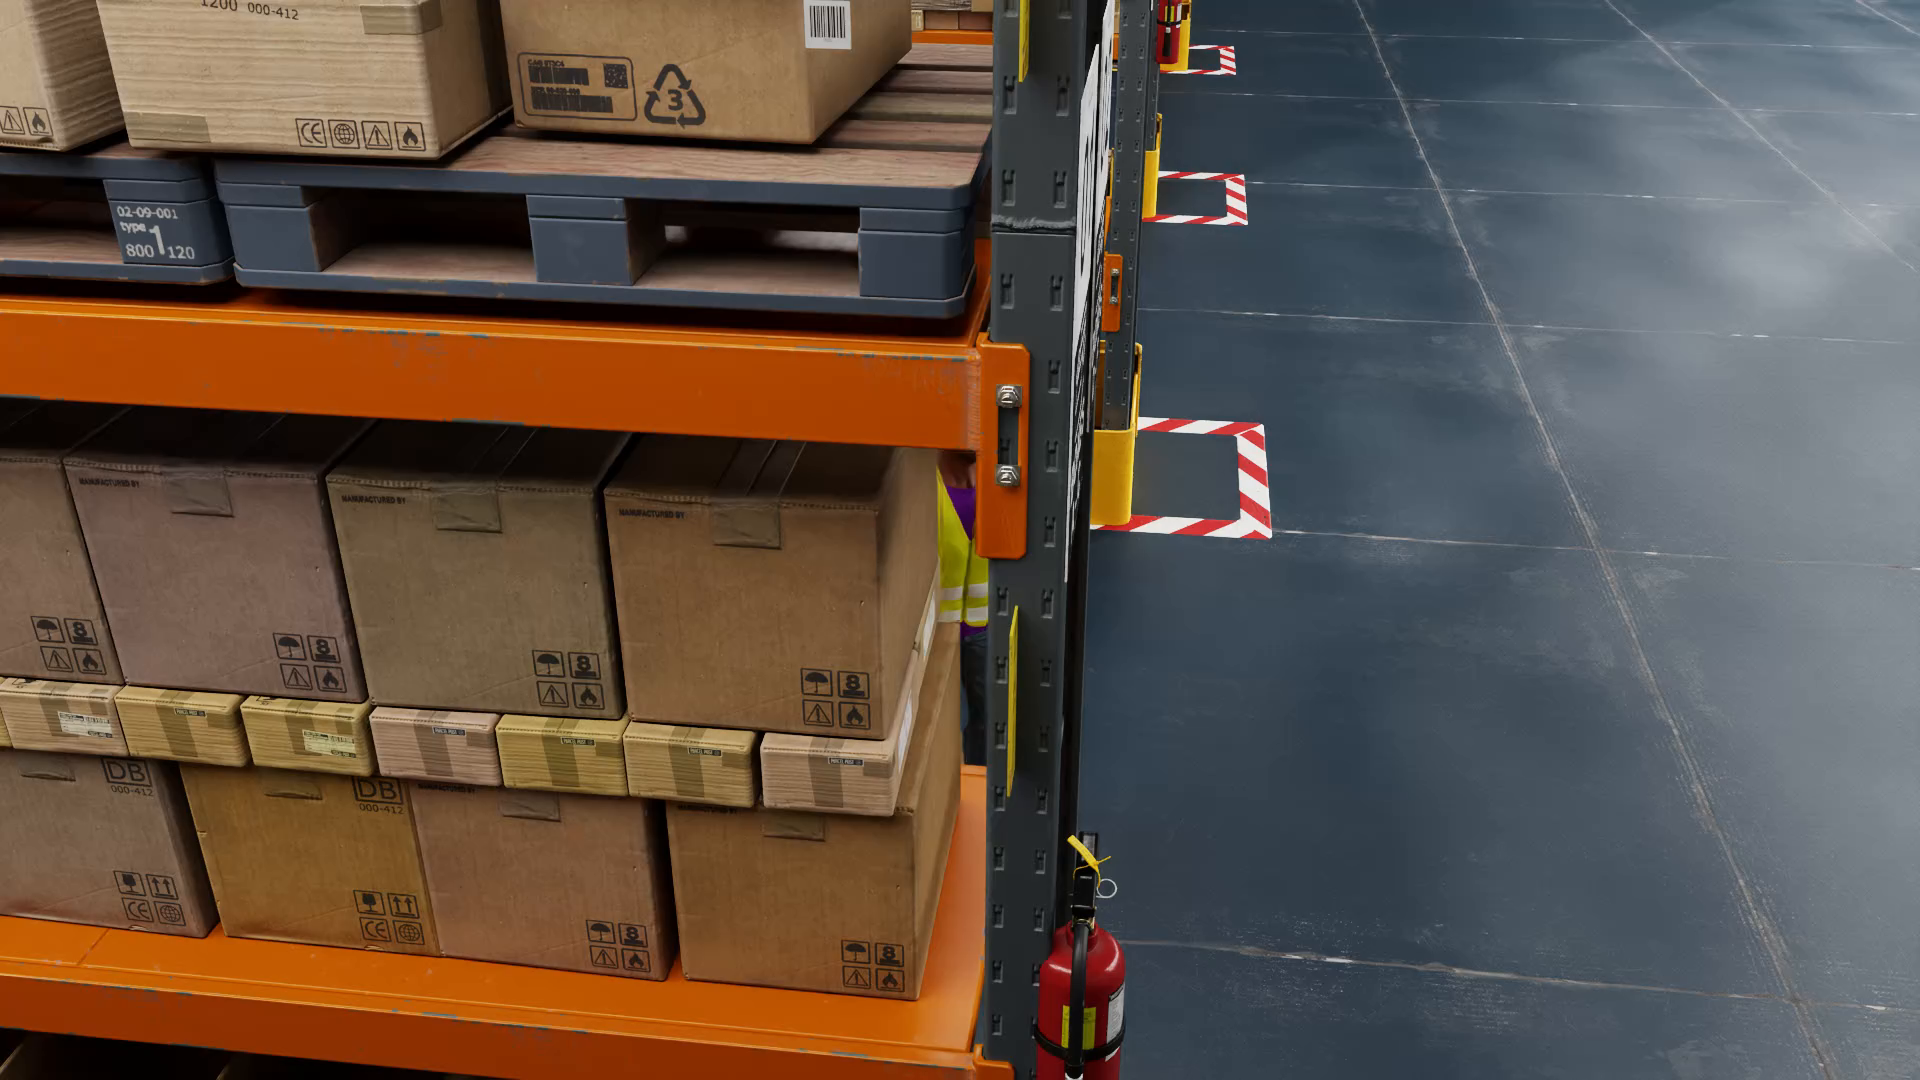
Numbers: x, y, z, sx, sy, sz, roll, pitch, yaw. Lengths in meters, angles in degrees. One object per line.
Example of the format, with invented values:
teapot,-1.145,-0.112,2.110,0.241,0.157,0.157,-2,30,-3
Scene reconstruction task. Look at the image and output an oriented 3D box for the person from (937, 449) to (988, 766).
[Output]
person,-0.013,0.262,5.612,0.574,1.762,0.547,-8,29,-14
